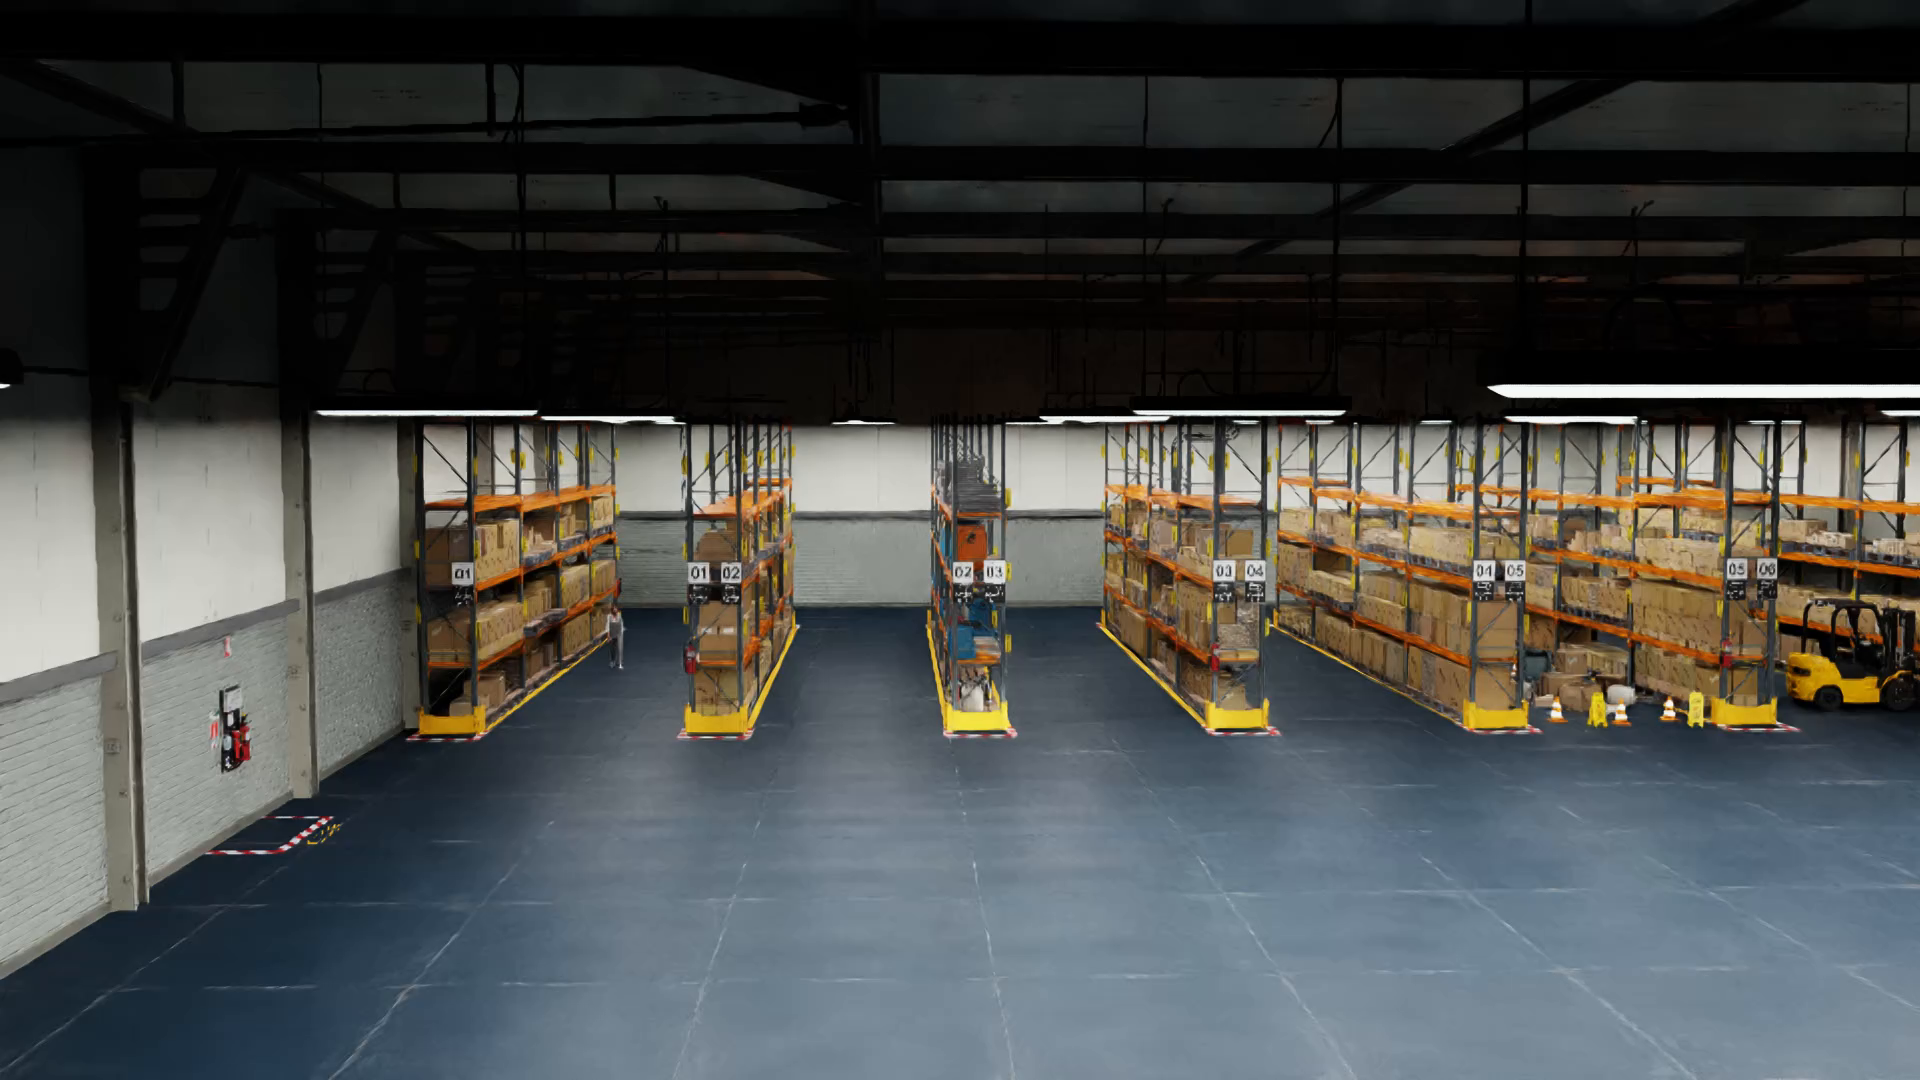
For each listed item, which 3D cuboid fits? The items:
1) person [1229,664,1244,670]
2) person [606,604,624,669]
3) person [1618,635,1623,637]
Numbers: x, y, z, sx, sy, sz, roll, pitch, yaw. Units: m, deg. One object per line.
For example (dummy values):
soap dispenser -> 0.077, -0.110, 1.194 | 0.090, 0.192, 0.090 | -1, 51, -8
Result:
person -> 6.513, 2.146, 39.169 | 0.472, 1.789, 0.634 | -2, 4, -23
person -> -8.170, 2.265, 39.353 | 0.411, 1.533, 0.957 | -1, 4, -11
person -> 18.062, 1.781, 44.753 | 0.576, 1.763, 0.684 | 1, 4, 12
